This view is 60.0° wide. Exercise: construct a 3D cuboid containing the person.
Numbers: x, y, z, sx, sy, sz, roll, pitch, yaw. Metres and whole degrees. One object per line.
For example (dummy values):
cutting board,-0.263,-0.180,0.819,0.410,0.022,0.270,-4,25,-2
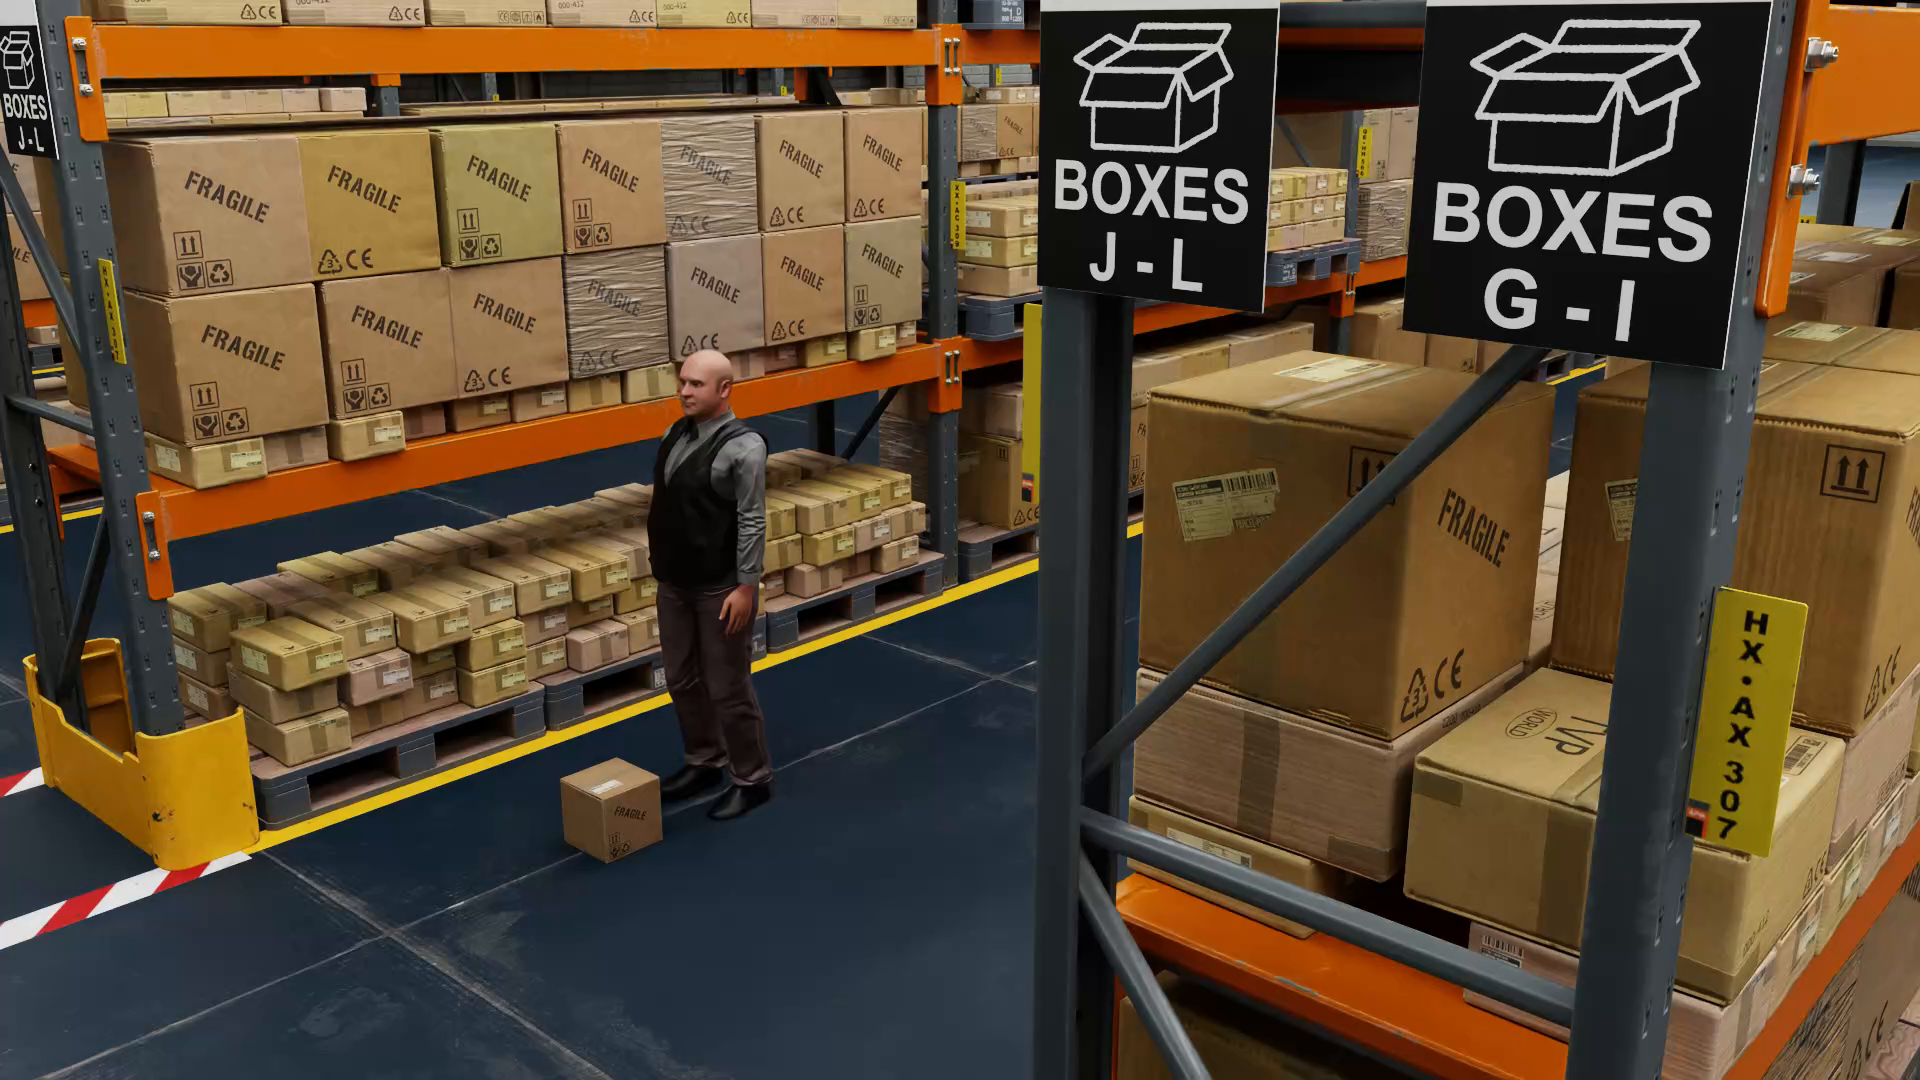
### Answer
person,-0.918,0.172,6.062,0.531,1.736,0.352,15,22,41
